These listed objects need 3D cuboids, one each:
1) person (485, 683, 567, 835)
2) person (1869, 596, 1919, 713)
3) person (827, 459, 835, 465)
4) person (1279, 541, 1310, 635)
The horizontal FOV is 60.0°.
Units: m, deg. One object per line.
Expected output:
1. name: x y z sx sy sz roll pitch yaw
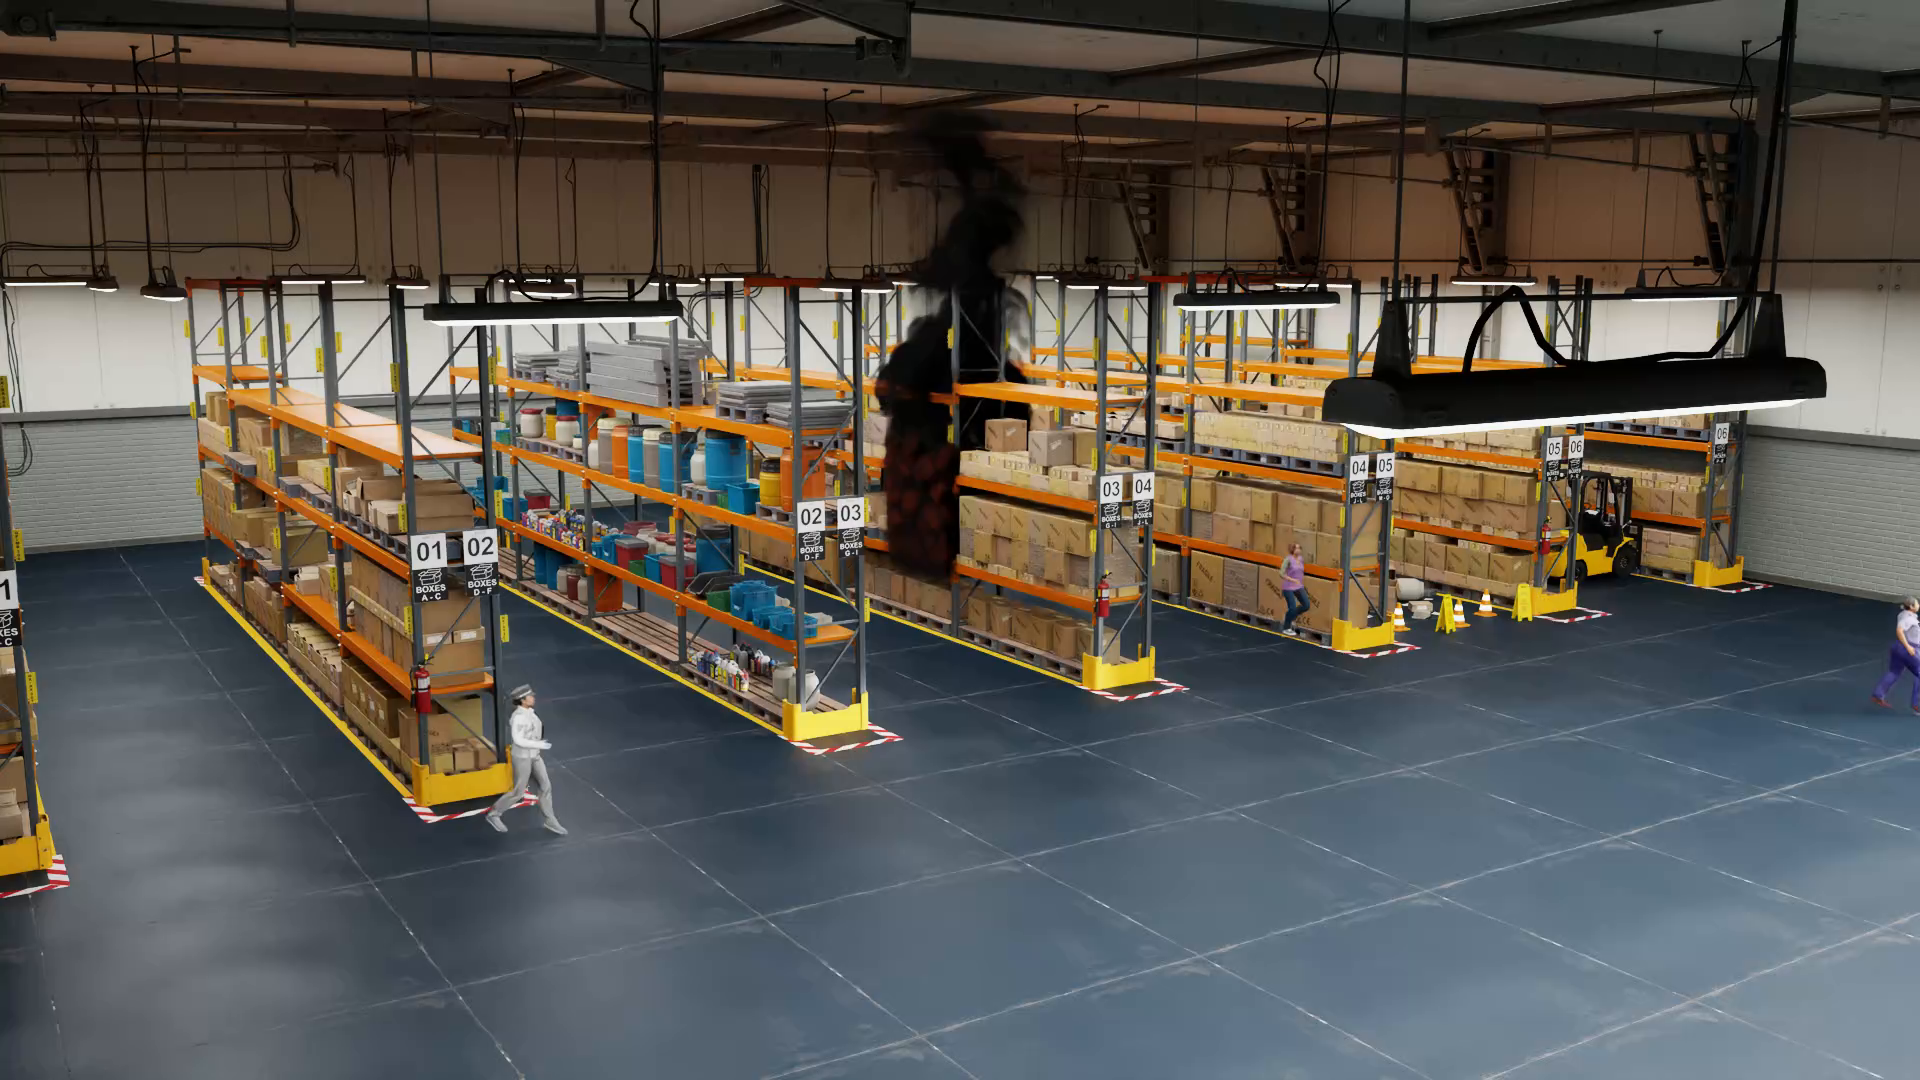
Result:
1. person: -4.820 2.430 18.451 0.901 1.712 0.651 0 10 3
2. person: 13.293 1.632 23.390 0.748 1.711 0.579 1 10 5
3. person: -3.081 -1.078 39.410 0.727 1.674 0.500 -1 10 -5
4. person: 5.420 0.793 26.898 0.558 1.540 0.507 -6 11 -32
